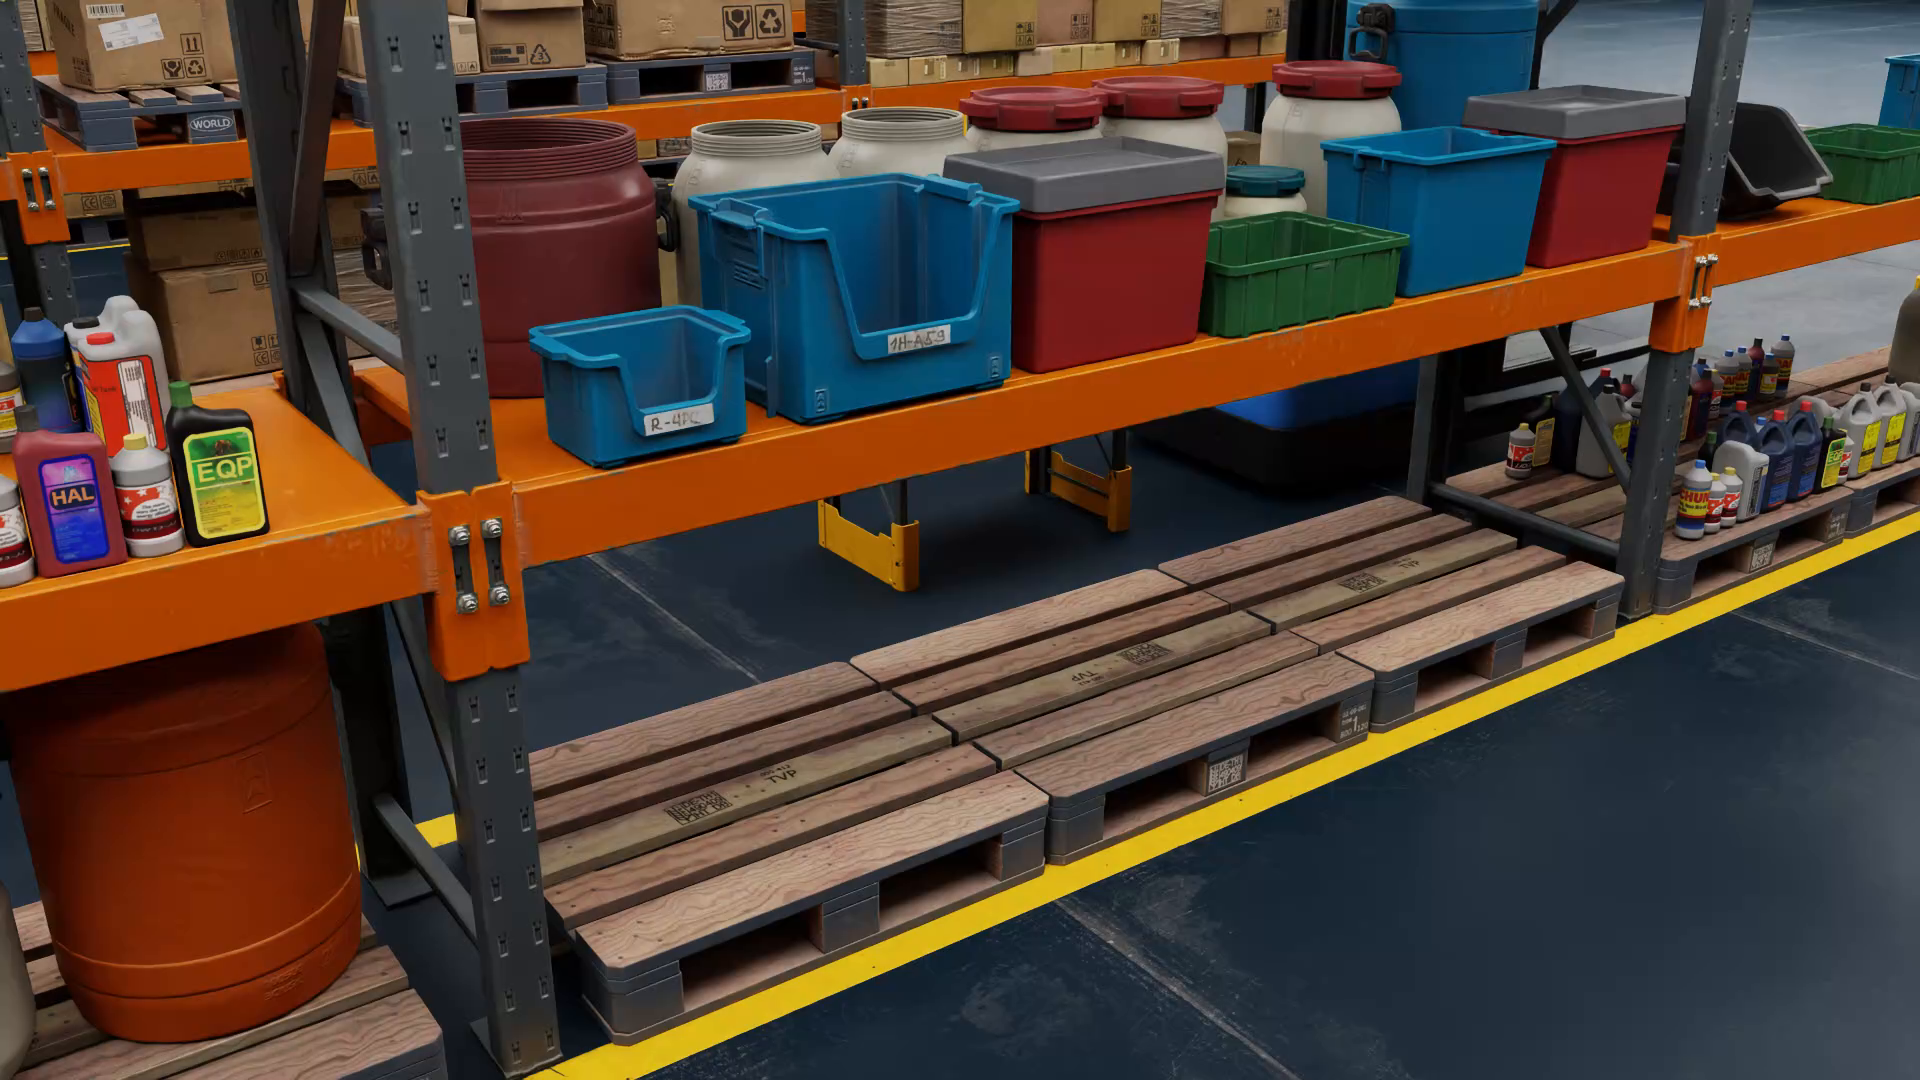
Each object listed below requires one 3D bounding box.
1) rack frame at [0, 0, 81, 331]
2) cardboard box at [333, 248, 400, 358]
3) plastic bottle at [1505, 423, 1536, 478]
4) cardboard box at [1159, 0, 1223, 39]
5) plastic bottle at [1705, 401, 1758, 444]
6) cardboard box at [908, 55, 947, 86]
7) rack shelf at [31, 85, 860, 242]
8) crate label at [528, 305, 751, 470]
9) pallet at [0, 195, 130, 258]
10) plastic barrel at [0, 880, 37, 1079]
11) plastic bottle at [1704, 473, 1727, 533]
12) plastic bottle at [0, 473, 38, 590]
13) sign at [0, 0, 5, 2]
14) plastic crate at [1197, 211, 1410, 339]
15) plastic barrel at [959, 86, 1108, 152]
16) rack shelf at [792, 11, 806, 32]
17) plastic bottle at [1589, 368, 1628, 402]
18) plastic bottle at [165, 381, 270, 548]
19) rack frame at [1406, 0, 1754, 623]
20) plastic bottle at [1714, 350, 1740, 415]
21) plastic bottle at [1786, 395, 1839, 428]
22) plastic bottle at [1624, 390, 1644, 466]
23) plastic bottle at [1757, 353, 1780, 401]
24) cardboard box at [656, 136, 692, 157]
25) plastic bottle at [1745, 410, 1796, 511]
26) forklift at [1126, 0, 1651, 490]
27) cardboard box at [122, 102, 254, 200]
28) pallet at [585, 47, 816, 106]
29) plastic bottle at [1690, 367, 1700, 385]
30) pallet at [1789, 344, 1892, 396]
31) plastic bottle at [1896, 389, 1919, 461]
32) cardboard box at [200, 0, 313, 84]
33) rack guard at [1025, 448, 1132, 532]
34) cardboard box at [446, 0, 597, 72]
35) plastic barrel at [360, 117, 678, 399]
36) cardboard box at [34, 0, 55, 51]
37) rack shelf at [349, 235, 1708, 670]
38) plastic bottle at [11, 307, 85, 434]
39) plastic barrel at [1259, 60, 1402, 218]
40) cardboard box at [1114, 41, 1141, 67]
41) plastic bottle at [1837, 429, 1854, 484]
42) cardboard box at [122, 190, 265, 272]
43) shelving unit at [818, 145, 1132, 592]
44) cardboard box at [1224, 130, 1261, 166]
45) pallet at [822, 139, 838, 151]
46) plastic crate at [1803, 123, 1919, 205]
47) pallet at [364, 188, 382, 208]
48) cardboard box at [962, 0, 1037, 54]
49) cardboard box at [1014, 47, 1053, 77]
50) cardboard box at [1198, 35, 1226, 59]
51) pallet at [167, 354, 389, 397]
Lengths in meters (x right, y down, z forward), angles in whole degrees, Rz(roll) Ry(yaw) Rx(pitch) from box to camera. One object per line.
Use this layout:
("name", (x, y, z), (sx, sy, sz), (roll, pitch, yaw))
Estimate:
("rack frame", (-4.090, -1.898, 7.105), (0.127, 3.000, 1.000), (-15, 26, -33))
("cardboard box", (-3.115, -1.216, 8.175), (0.500, 0.500, 0.700), (-18, 28, -37))
("plastic bottle", (2.162, -0.350, 6.409), (0.097, 0.201, 0.097), (0, 22, 0))
("cardboard box", (1.175, -3.463, 10.492), (0.500, 0.500, 0.875), (-15, 26, -33))
("plastic bottle", (2.863, -0.341, 6.183), (0.185, 0.351, 0.144), (-15, 26, -33))
("cardboard box", (-0.282, -2.653, 9.336), (0.250, 0.149, 0.380), (-15, 26, -33))
("rack shelf", (-2.466, -1.996, 8.323), (4.000, 0.370, 1.077), (-15, 26, -33))
("crate label", (-0.636, -0.308, 3.347), (0.416, 0.233, 0.303), (-15, 26, -33))
("pallet", (-6.220, -2.265, 11.786), (1.213, 0.211, 1.003), (-15, 26, -33))
("plastic barrel", (-1.990, 0.813, 3.102), (0.421, 0.512, 0.421), (0, 22, 0))
("plastic bottle", (2.647, -0.137, 5.875), (0.097, 0.201, 0.097), (0, 22, 0))
("plastic bottle", (-1.568, -0.030, 2.692), (0.097, 0.201, 0.097), (0, 22, 0))
("sign", (-3.763, -2.269, 6.473), (0.005, 0.325, 0.100), (-15, 26, -33))
("plastic crate", (0.801, -0.713, 4.422), (0.662, 0.188, 0.450), (-15, 26, -33))
("plastic barrel", (0.198, -0.943, 4.529), (0.433, 0.535, 0.433), (0, 22, 0))
("rack shelf", (-2.034, -4.376, 14.287), (4.000, 0.370, 1.077), (-15, 26, -33))
("plastic bottle", (2.560, -0.515, 6.620), (0.185, 0.351, 0.144), (-16, 27, -35))
("plastic bottle", (-1.276, -0.137, 2.851), (0.133, 0.283, 0.061), (-15, 26, -33))
("rack frame", (2.050, -1.273, 5.540), (0.127, 3.000, 1.000), (-15, 26, -33))
("plastic bottle", (3.284, -0.682, 7.145), (0.097, 0.271, 0.097), (0, 22, 0))
("plastic bottle", (3.339, -0.434, 6.519), (0.135, 0.276, 0.152), (-15, 26, -33))
("plastic bottle", (2.667, -0.441, 6.536), (0.135, 0.276, 0.152), (-15, 26, -33))
("plastic bottle", (3.559, -0.723, 7.342), (0.097, 0.201, 0.097), (0, 22, 0))
("cardboard box", (-2.376, -3.797, 14.165), (0.875, 0.875, 0.875), (-15, 26, -32))
("plastic bottle", (2.948, -0.297, 6.074), (0.185, 0.351, 0.144), (-14, 26, -31))
("forklift", (2.233, -1.973, 7.385), (3.031, 2.935, 1.130), (-14, 26, -32))
("cardboard box", (-5.650, -2.857, 11.977), (0.750, 0.750, 1.050), (-14, 26, -32))
("pallet", (-1.548, -2.553, 9.005), (1.213, 0.211, 1.003), (-15, 26, -33))
("plastic bottle", (2.957, -0.584, 6.894), (0.135, 0.276, 0.152), (-14, 26, -32))
("pallet", (4.600, -0.639, 7.713), (1.213, 0.211, 1.003), (-15, 26, -33))
("plastic bottle", (3.729, -0.473, 6.615), (0.135, 0.276, 0.152), (-16, 27, -34))
("cardboard box", (-3.280, -2.419, 7.709), (0.500, 0.500, 0.700), (-11, 24, -25))
("rack guard", (0.466, -0.240, 6.662), (0.087, 0.250, 0.587), (-15, 26, -33))
("cardboard box", (-2.196, -2.603, 8.167), (0.637, 0.503, 0.797), (-12, 25, -27))
("plastic barrel", (-0.997, -0.662, 3.825), (0.708, 0.536, 0.600), (-15, 26, -33))
("cardboard box", (-5.971, -3.585, 11.198), (0.500, 0.500, 0.500), (-15, 26, -33))
("rack shelf", (0.426, -0.506, 4.589), (4.000, 0.370, 1.077), (-15, 26, -33))
("plastic bottle", (-1.847, -0.334, 3.361), (0.097, 0.271, 0.097), (0, 22, 0))
("plastic barrel", (1.145, -1.195, 5.161), (0.433, 0.535, 0.433), (0, 22, 0))
("cardboard box", (0.894, -2.999, 10.204), (0.250, 0.149, 0.380), (-15, 26, -33))
("plastic bottle", (3.344, -0.323, 6.340), (0.097, 0.201, 0.097), (0, 22, 0))
("cardboard box", (-3.563, -1.443, 7.733), (0.500, 0.250, 0.500), (-14, 26, -31))
("shelving unit", (0.062, -0.713, 6.160), (1.083, 1.500, 0.587), (-15, 26, -33))
("cardboard box", (1.888, -2.533, 11.503), (0.500, 0.500, 0.500), (-10, 24, -23))
("pallet", (-1.014, -3.651, 15.262), (1.213, 0.211, 1.003), (-15, 26, -33))
("plastic crate", (3.317, -1.384, 6.103), (0.662, 0.188, 0.450), (-15, 26, -33))
("pallet", (-4.240, -2.793, 13.110), (1.213, 0.211, 1.003), (-15, 26, -33))
("cardboard box", (-0.015, -3.124, 9.643), (0.500, 0.500, 0.875), (-15, 26, -33))
("cardboard box", (0.329, -2.814, 9.740), (0.250, 0.149, 0.380), (-15, 26, -33))
("cardboard box", (1.478, -3.174, 10.642), (0.250, 0.149, 0.380), (-15, 26, -33))
("pallet", (-3.454, -0.771, 8.044), (1.213, 0.211, 1.003), (-15, 26, -33))
